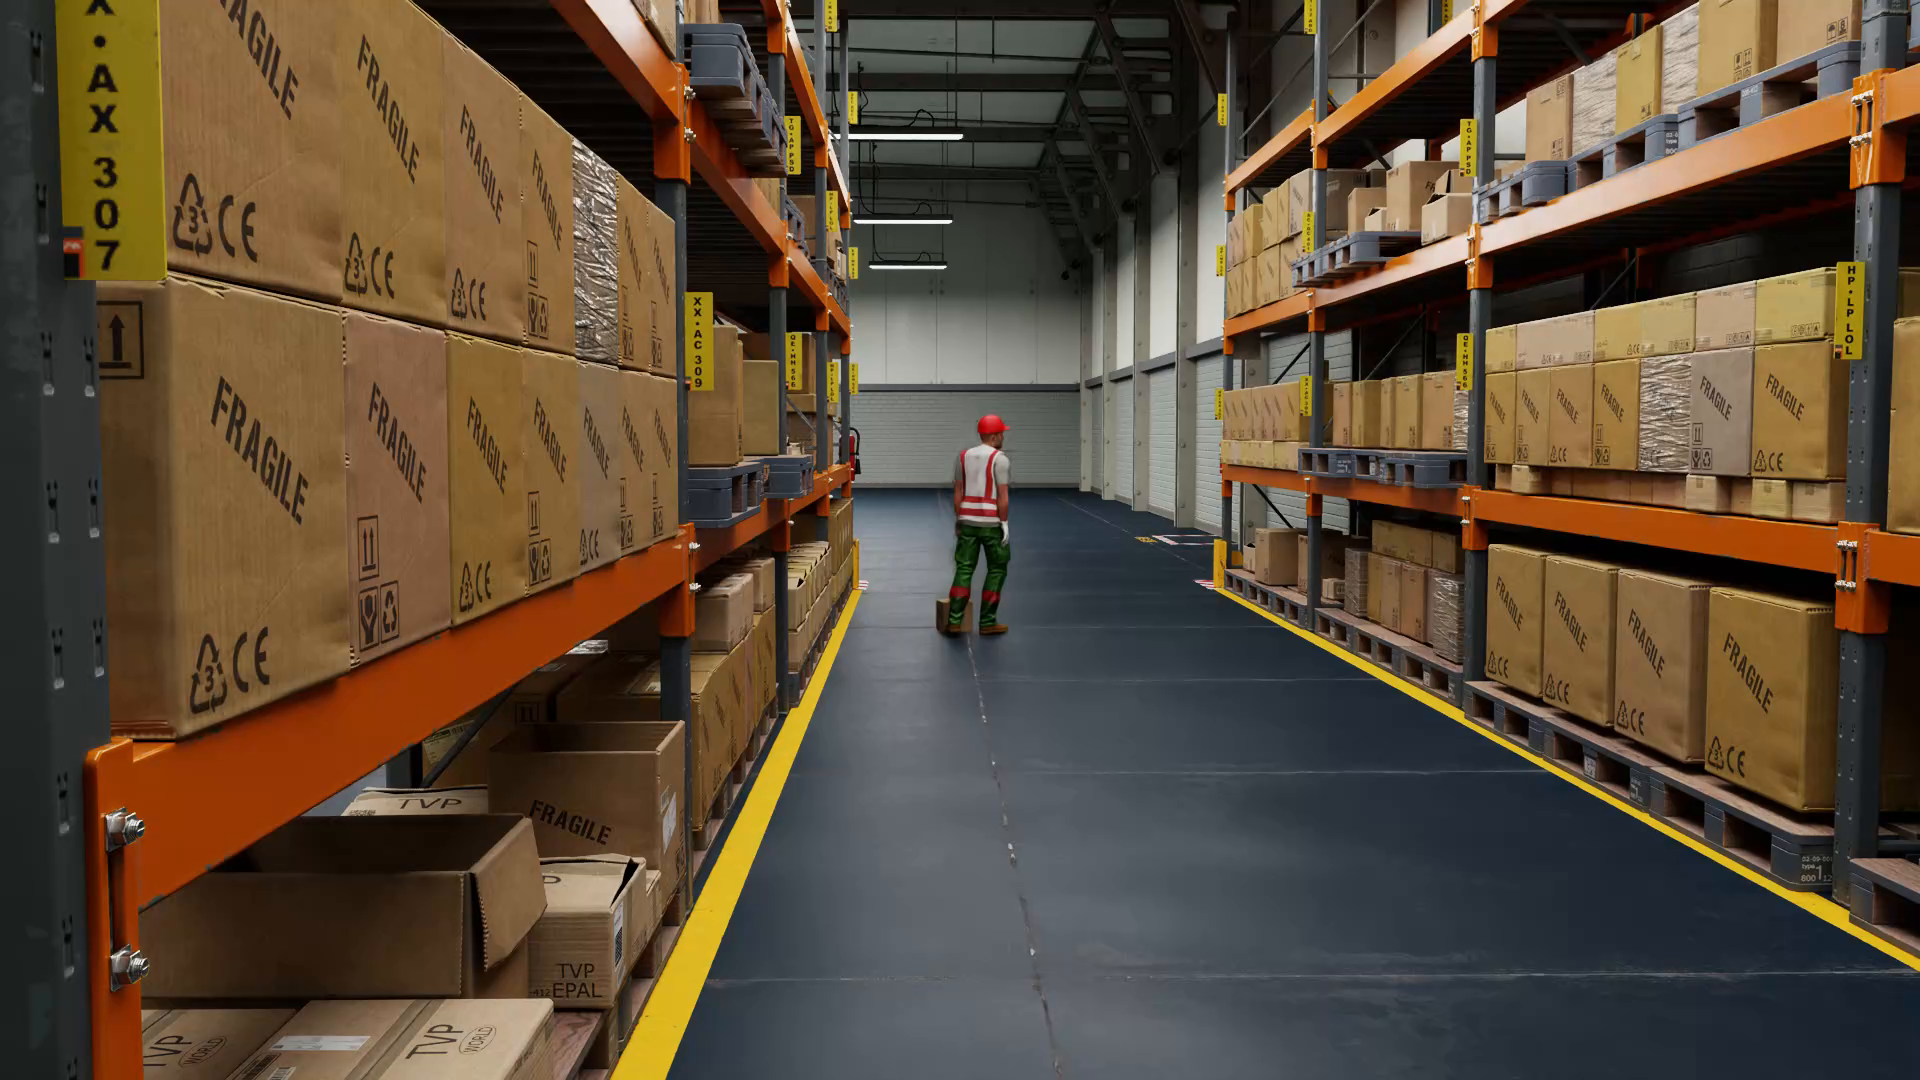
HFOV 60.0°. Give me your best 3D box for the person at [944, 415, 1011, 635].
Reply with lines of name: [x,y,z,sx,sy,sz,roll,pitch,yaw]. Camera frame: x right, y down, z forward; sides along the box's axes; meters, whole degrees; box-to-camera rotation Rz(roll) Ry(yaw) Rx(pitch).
person: [0.152,-0.121,13.417,0.567,1.776,0.577,3,4,34]
